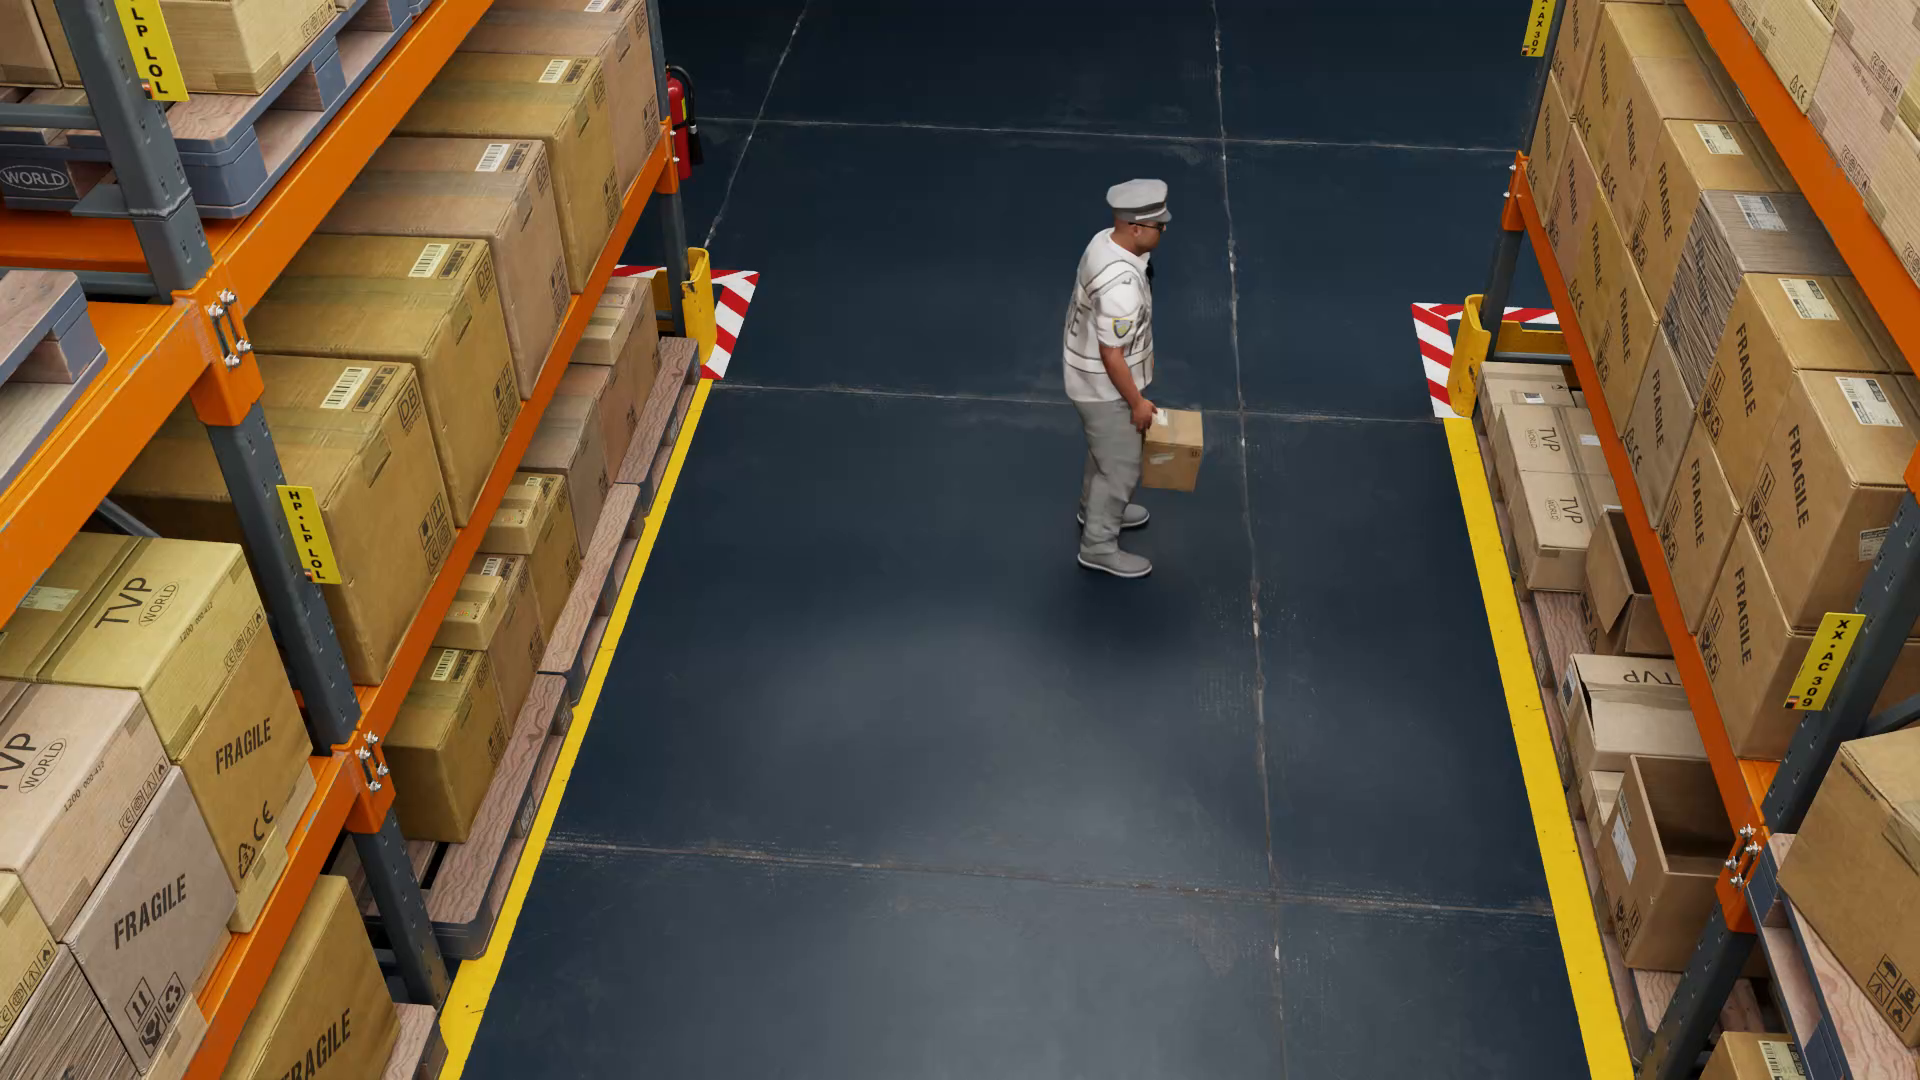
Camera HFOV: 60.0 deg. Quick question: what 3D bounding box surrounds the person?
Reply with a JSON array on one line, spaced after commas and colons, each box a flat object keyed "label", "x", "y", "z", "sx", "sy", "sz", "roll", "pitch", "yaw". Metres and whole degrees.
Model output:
[{"label": "person", "x": 0.643, "y": -0.683, "z": 6.963, "sx": 0.434, "sy": 1.755, "sz": 0.561, "roll": 2, "pitch": 40, "yaw": 3}]
